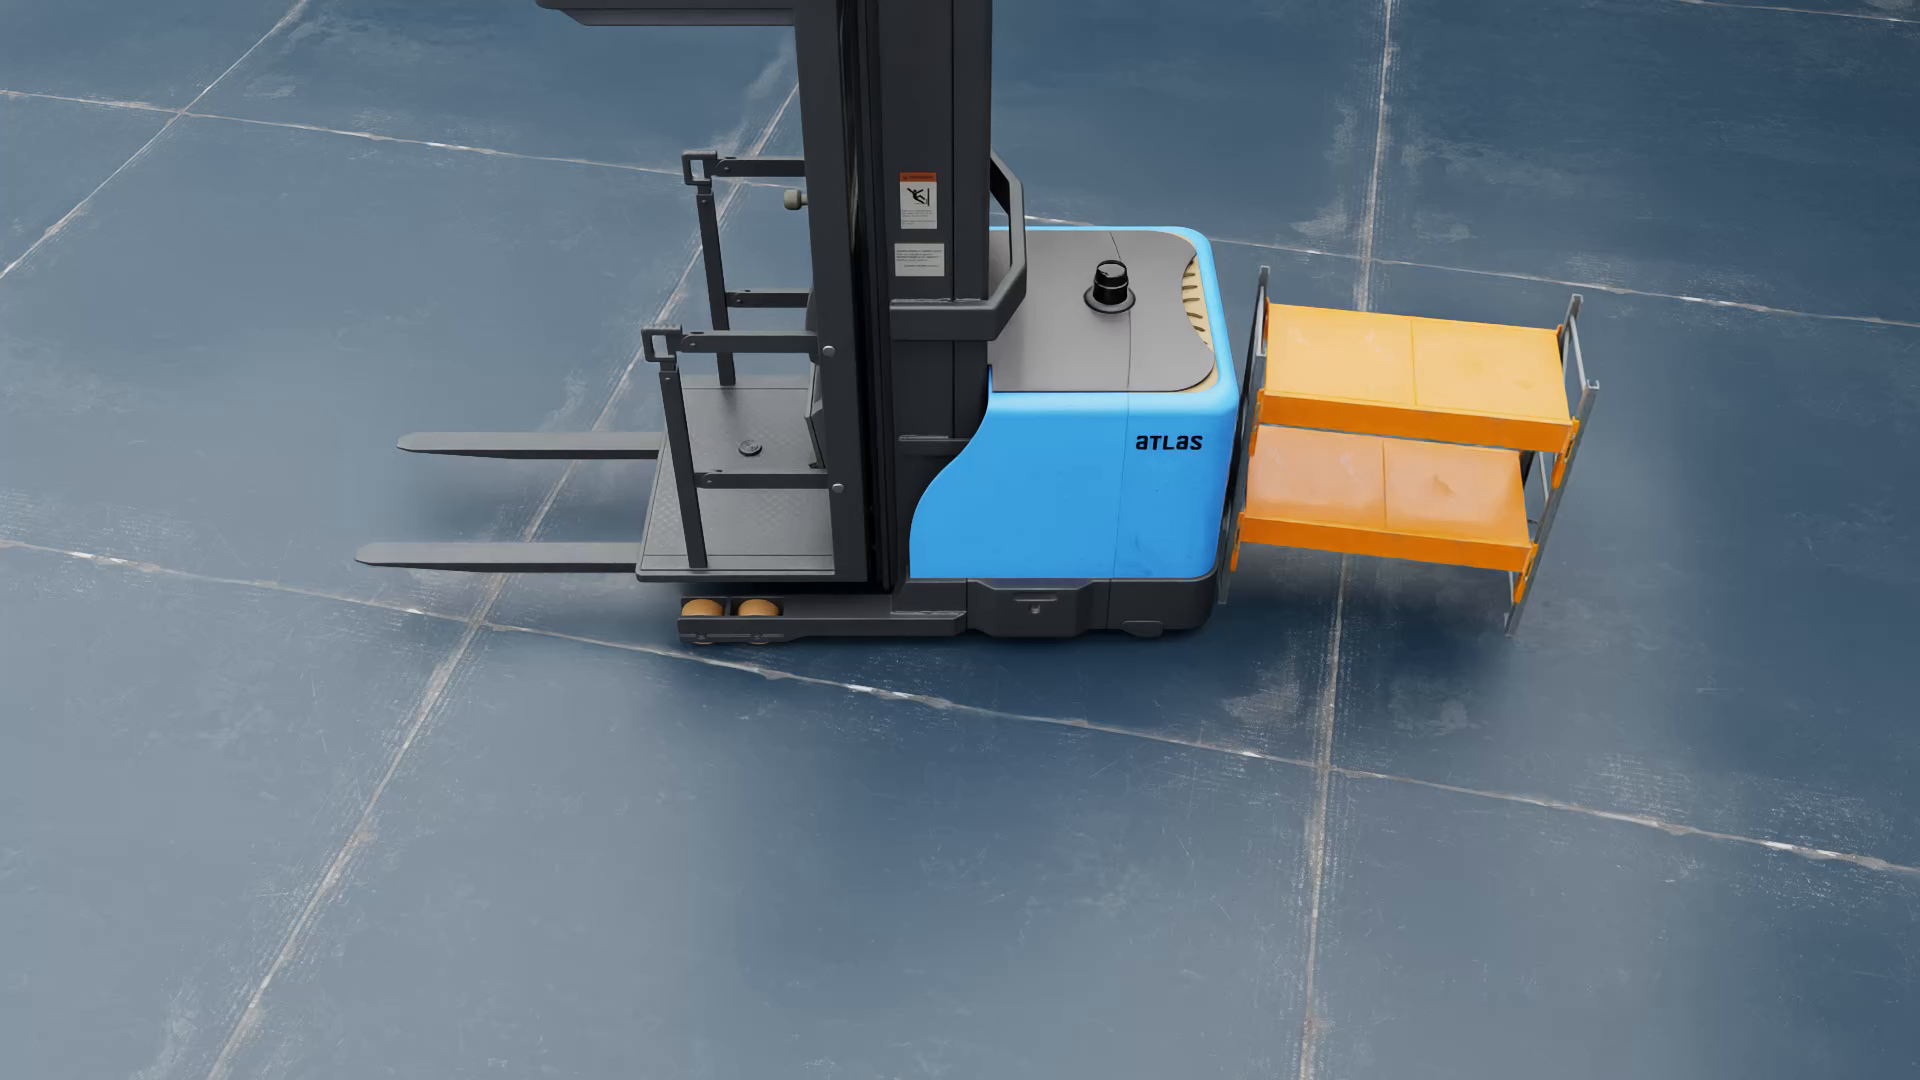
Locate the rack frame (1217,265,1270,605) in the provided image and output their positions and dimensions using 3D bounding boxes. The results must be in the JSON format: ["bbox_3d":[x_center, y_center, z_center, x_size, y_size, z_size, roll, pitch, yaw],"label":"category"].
[{"bbox_3d":[0.986,-0.344,5.797,0.032,1.125,0.500,6,44,7],"label":"rack frame"}]

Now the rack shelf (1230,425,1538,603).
[{"bbox_3d":[1.488,-0.112,5.908,1.000,0.278,0.538,6,44,7],"label":"rack shelf"}]

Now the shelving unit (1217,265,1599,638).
[{"bbox_3d":[1.488,-0.289,5.739,1.048,1.125,0.538,6,44,7],"label":"shelving unit"}]

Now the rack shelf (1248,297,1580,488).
[{"bbox_3d":[1.488,-0.499,5.536,1.000,0.278,0.538,6,44,7],"label":"rack shelf"}]

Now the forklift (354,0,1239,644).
[{"bbox_3d":[-0.623,-1.056,5.234,3.031,2.935,1.130,0,44,0],"label":"forklift"}]

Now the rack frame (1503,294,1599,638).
[{"bbox_3d":[1.990,-0.233,5.680,0.032,1.125,0.500,6,44,7],"label":"rack frame"}]
